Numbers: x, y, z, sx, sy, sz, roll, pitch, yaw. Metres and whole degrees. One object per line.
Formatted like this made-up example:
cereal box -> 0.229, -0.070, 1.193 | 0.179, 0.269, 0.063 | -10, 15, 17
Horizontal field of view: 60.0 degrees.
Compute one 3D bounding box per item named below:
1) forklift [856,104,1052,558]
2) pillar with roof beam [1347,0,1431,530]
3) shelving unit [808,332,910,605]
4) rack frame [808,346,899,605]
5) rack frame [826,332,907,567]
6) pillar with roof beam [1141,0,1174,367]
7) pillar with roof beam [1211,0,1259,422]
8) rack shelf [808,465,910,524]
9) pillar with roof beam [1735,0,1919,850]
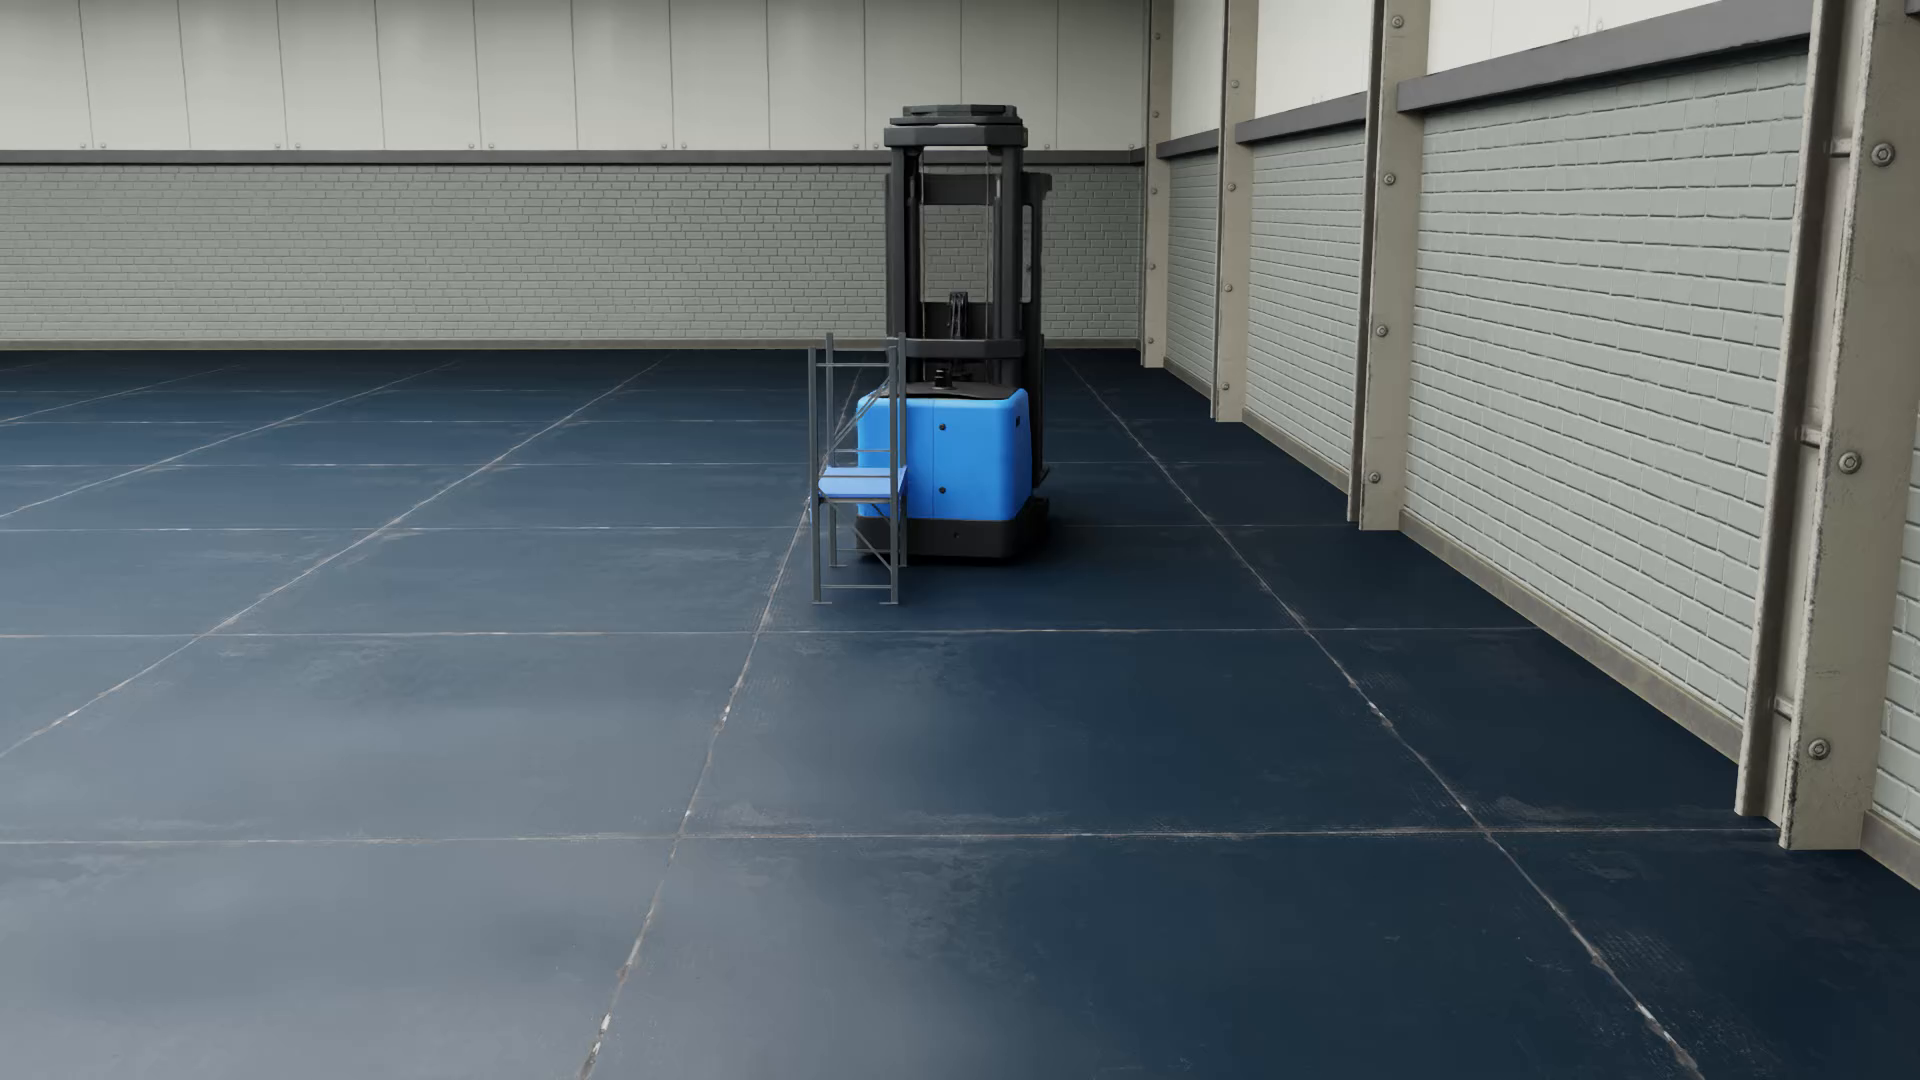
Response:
forklift -> 0.062, -1.563, 11.890 | 1.130, 2.935, 3.031 | 2, 12, 9
pillar with roof beam -> -1.285, -4.503, 11.122 | 9.100, 9.000, 0.400 | 0, 11, -1
shelving unit -> -0.599, -0.462, 10.063 | 0.538, 1.500, 1.048 | 0, 11, 1
rack frame -> -0.608, -0.361, 9.565 | 0.500, 1.500, 0.032 | 0, 11, 1
rack frame -> -0.589, -0.563, 10.561 | 0.500, 1.500, 0.032 | 0, 11, 1
pillar with roof beam -> -1.533, -6.888, 22.880 | 9.100, 9.000, 0.400 | 0, 11, -1
pillar with roof beam -> -1.409, -5.696, 17.001 | 9.100, 9.000, 0.400 | 0, 11, -1
rack shelf -> -0.599, -0.286, 10.099 | 0.538, 0.185, 1.000 | 0, 11, 1
pillar with roof beam -> -1.161, -3.310, 5.243 | 9.100, 9.000, 0.400 | 0, 11, -1
